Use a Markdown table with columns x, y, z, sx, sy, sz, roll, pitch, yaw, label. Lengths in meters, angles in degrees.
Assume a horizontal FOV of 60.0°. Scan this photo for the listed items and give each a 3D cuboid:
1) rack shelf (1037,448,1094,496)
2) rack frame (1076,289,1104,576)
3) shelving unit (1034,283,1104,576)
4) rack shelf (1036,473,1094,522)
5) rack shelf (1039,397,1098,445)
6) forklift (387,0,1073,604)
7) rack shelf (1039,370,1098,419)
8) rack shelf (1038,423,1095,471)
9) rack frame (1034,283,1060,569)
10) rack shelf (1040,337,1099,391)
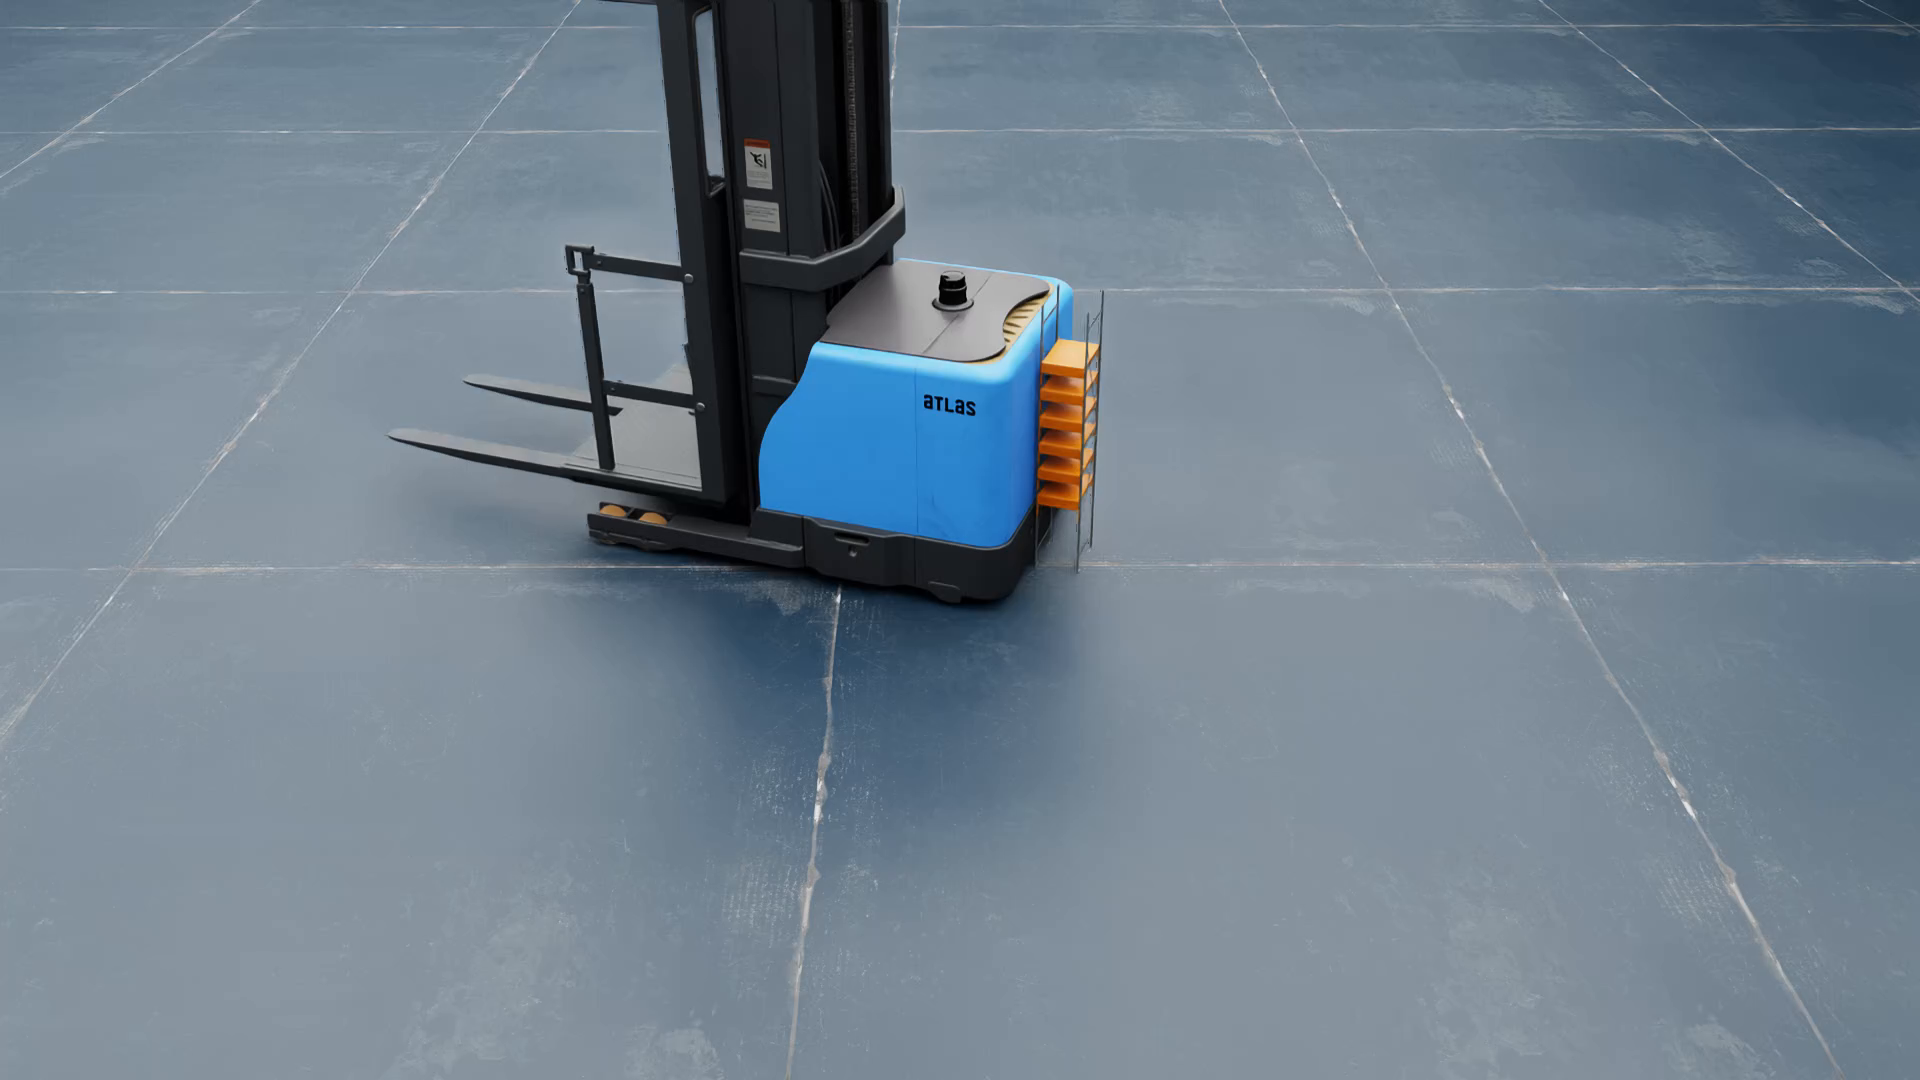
| x | y | z | sx | sy | sz | roll | pitch | yaw | label |
| --- | --- | --- | --- | --- | --- | --- | --- | --- | --- |
| 0.443 | -0.294 | 6.896 | 0.180 | 0.103 | 0.258 | 10 | 33 | 16 | rack shelf |
| 0.529 | -0.419 | 6.785 | 0.006 | 1.200 | 0.240 | 10 | 33 | 16 | rack frame |
| 0.443 | -0.435 | 6.810 | 0.189 | 1.200 | 0.258 | 10 | 33 | 16 | shelving unit |
| 0.443 | -0.192 | 6.958 | 0.180 | 0.103 | 0.258 | 10 | 33 | 16 | rack shelf |
| 0.443 | -0.500 | 6.771 | 0.180 | 0.103 | 0.258 | 10 | 33 | 16 | rack shelf |
| -1.084 | -1.448 | 6.811 | 3.031 | 2.935 | 1.130 | 10 | 33 | 16 | forklift |
| 0.443 | -0.602 | 6.709 | 0.180 | 0.103 | 0.258 | 10 | 33 | 16 | rack shelf |
| 0.443 | -0.397 | 6.833 | 0.180 | 0.103 | 0.258 | 10 | 33 | 16 | rack shelf |
| 0.356 | -0.451 | 6.836 | 0.006 | 1.200 | 0.240 | 10 | 33 | 16 | rack frame |
| 0.443 | -0.705 | 6.647 | 0.180 | 0.103 | 0.258 | 10 | 33 | 16 | rack shelf |
